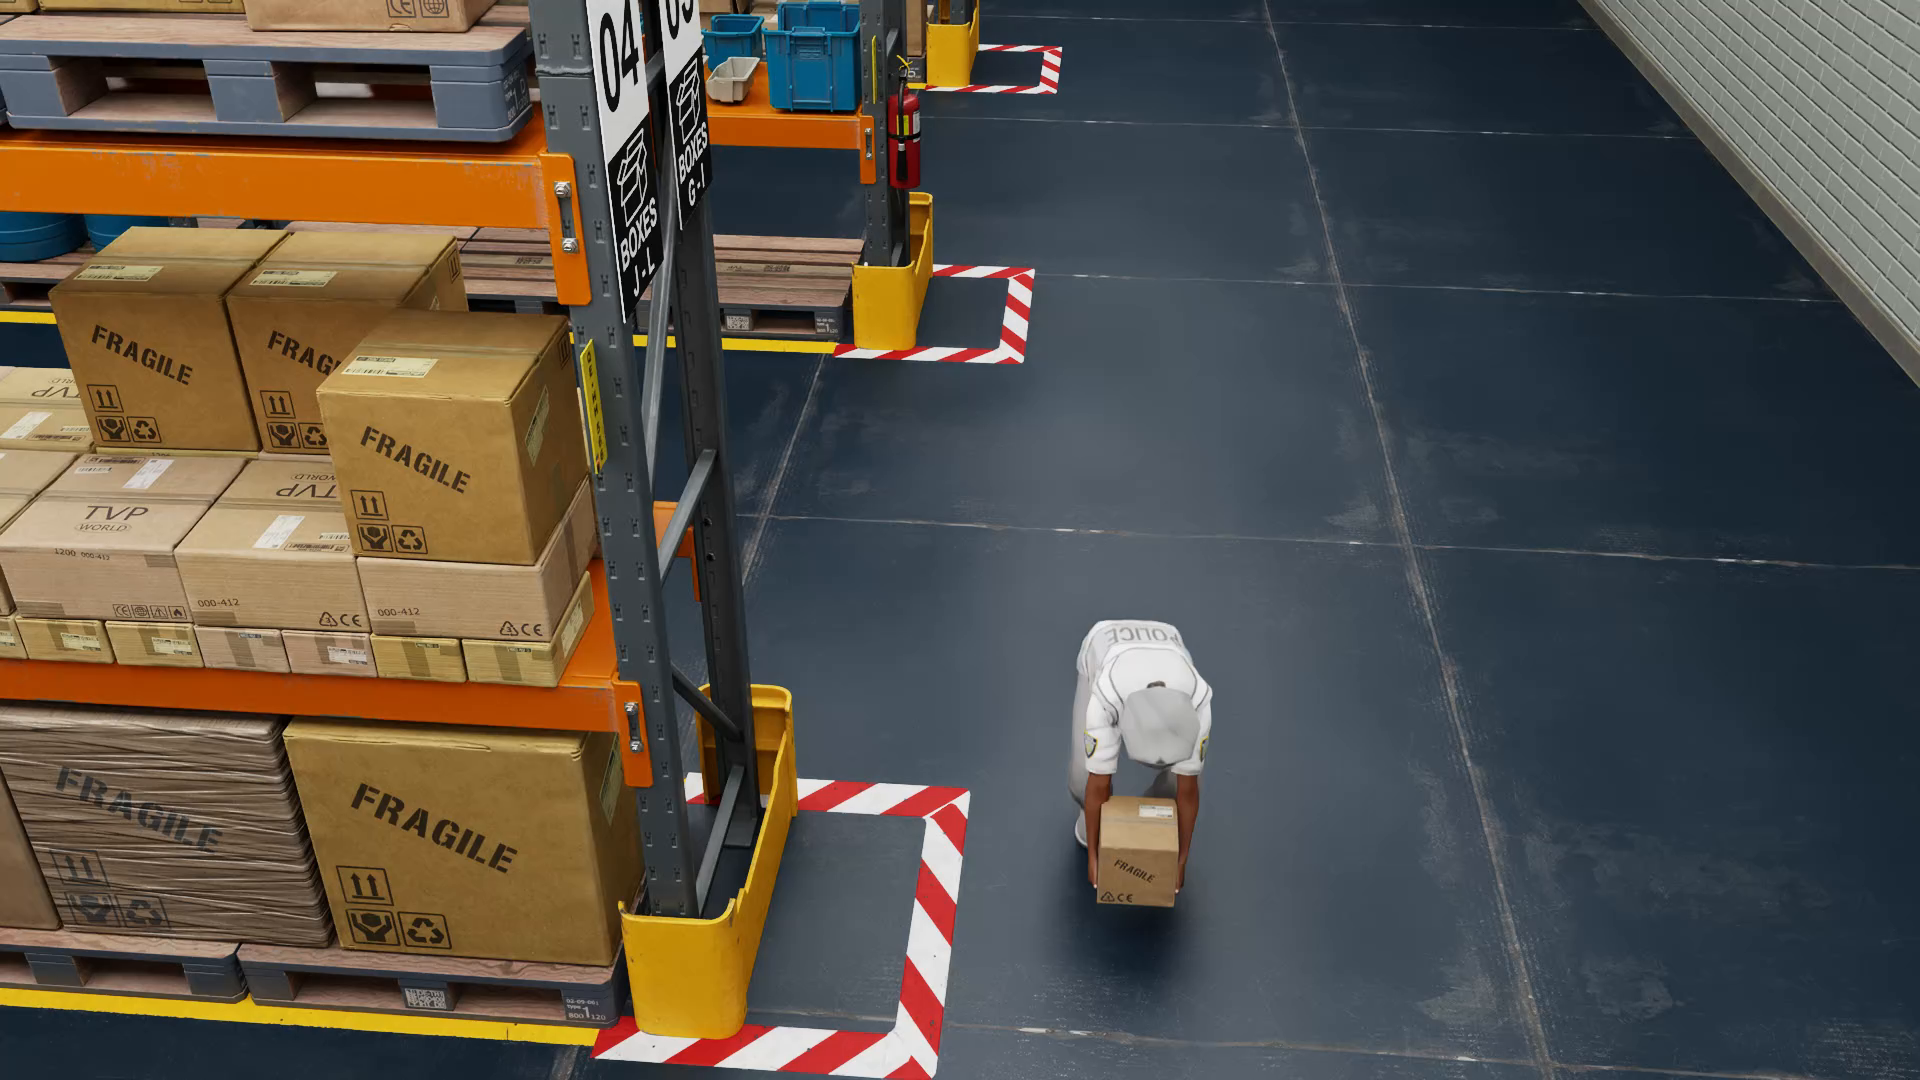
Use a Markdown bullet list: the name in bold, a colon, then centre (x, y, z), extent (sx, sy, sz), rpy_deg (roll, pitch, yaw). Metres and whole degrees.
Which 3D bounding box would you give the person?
- **person**: centre (0.599, 0.719, 5.642), extent (0.457, 0.979, 0.916), rpy_deg (1, 32, 2)
